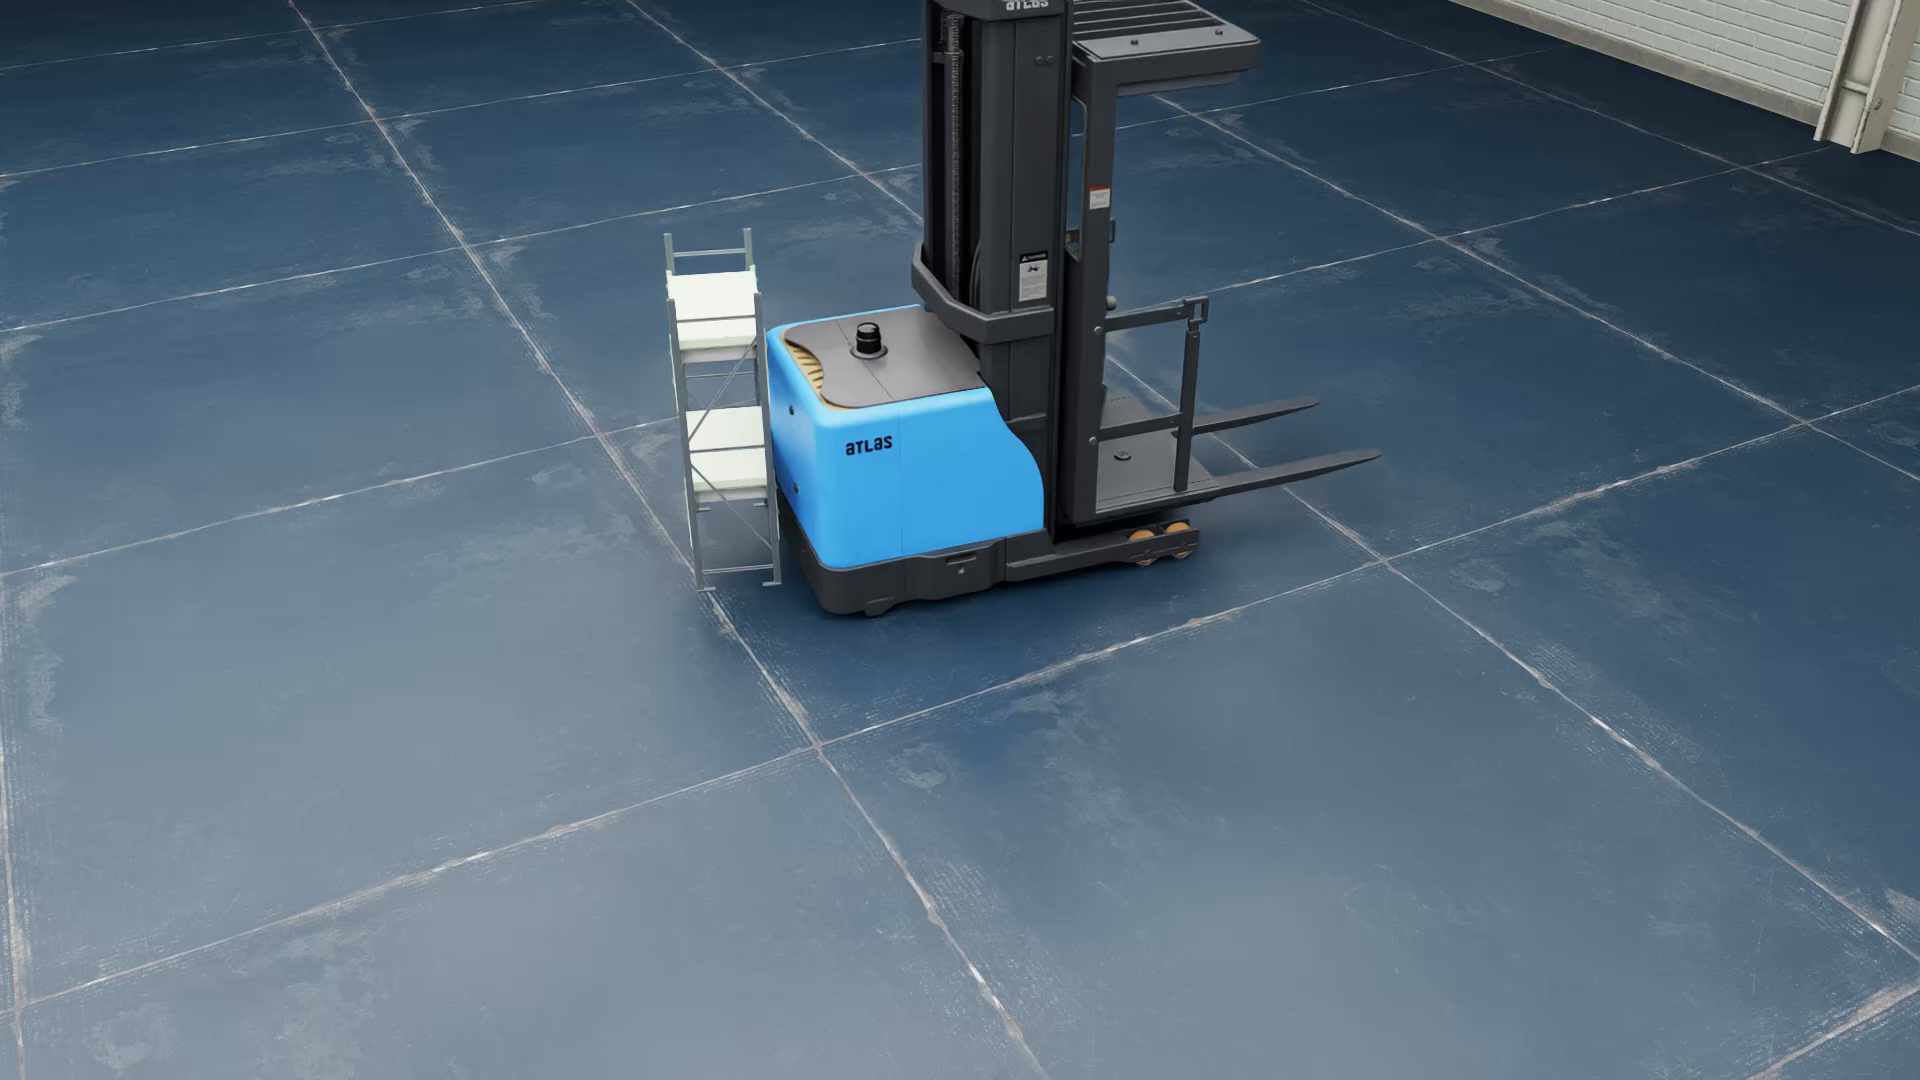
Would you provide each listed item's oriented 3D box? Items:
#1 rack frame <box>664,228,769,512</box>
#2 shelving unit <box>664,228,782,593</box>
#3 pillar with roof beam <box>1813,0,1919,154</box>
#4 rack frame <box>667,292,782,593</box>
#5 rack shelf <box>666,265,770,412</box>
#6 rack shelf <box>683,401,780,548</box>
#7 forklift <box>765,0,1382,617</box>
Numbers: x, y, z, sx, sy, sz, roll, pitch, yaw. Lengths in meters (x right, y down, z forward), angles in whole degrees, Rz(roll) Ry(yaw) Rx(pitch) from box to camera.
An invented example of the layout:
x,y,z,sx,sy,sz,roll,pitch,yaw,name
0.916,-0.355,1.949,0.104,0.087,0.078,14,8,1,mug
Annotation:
x,y,z,sx,sy,sz,roll,pitch,yaw,name
-1.169,-0.796,8.102,0.400,1.500,0.023,-5,33,-8,rack frame
-1.109,-0.601,7.798,0.431,1.500,0.755,-5,33,-8,shelving unit
3.206,-5.842,9.027,9.100,9.000,0.400,-16,36,-23,pillar with roof beam
-1.048,-0.407,7.494,0.400,1.500,0.023,-5,33,-8,rack frame
-1.109,-0.930,7.588,0.431,0.370,0.720,-5,33,-8,rack shelf
-1.109,-0.327,7.974,0.431,0.370,0.720,-5,33,-8,rack shelf
0.633,-1.369,7.670,3.031,2.935,1.130,-11,34,-17,forklift
